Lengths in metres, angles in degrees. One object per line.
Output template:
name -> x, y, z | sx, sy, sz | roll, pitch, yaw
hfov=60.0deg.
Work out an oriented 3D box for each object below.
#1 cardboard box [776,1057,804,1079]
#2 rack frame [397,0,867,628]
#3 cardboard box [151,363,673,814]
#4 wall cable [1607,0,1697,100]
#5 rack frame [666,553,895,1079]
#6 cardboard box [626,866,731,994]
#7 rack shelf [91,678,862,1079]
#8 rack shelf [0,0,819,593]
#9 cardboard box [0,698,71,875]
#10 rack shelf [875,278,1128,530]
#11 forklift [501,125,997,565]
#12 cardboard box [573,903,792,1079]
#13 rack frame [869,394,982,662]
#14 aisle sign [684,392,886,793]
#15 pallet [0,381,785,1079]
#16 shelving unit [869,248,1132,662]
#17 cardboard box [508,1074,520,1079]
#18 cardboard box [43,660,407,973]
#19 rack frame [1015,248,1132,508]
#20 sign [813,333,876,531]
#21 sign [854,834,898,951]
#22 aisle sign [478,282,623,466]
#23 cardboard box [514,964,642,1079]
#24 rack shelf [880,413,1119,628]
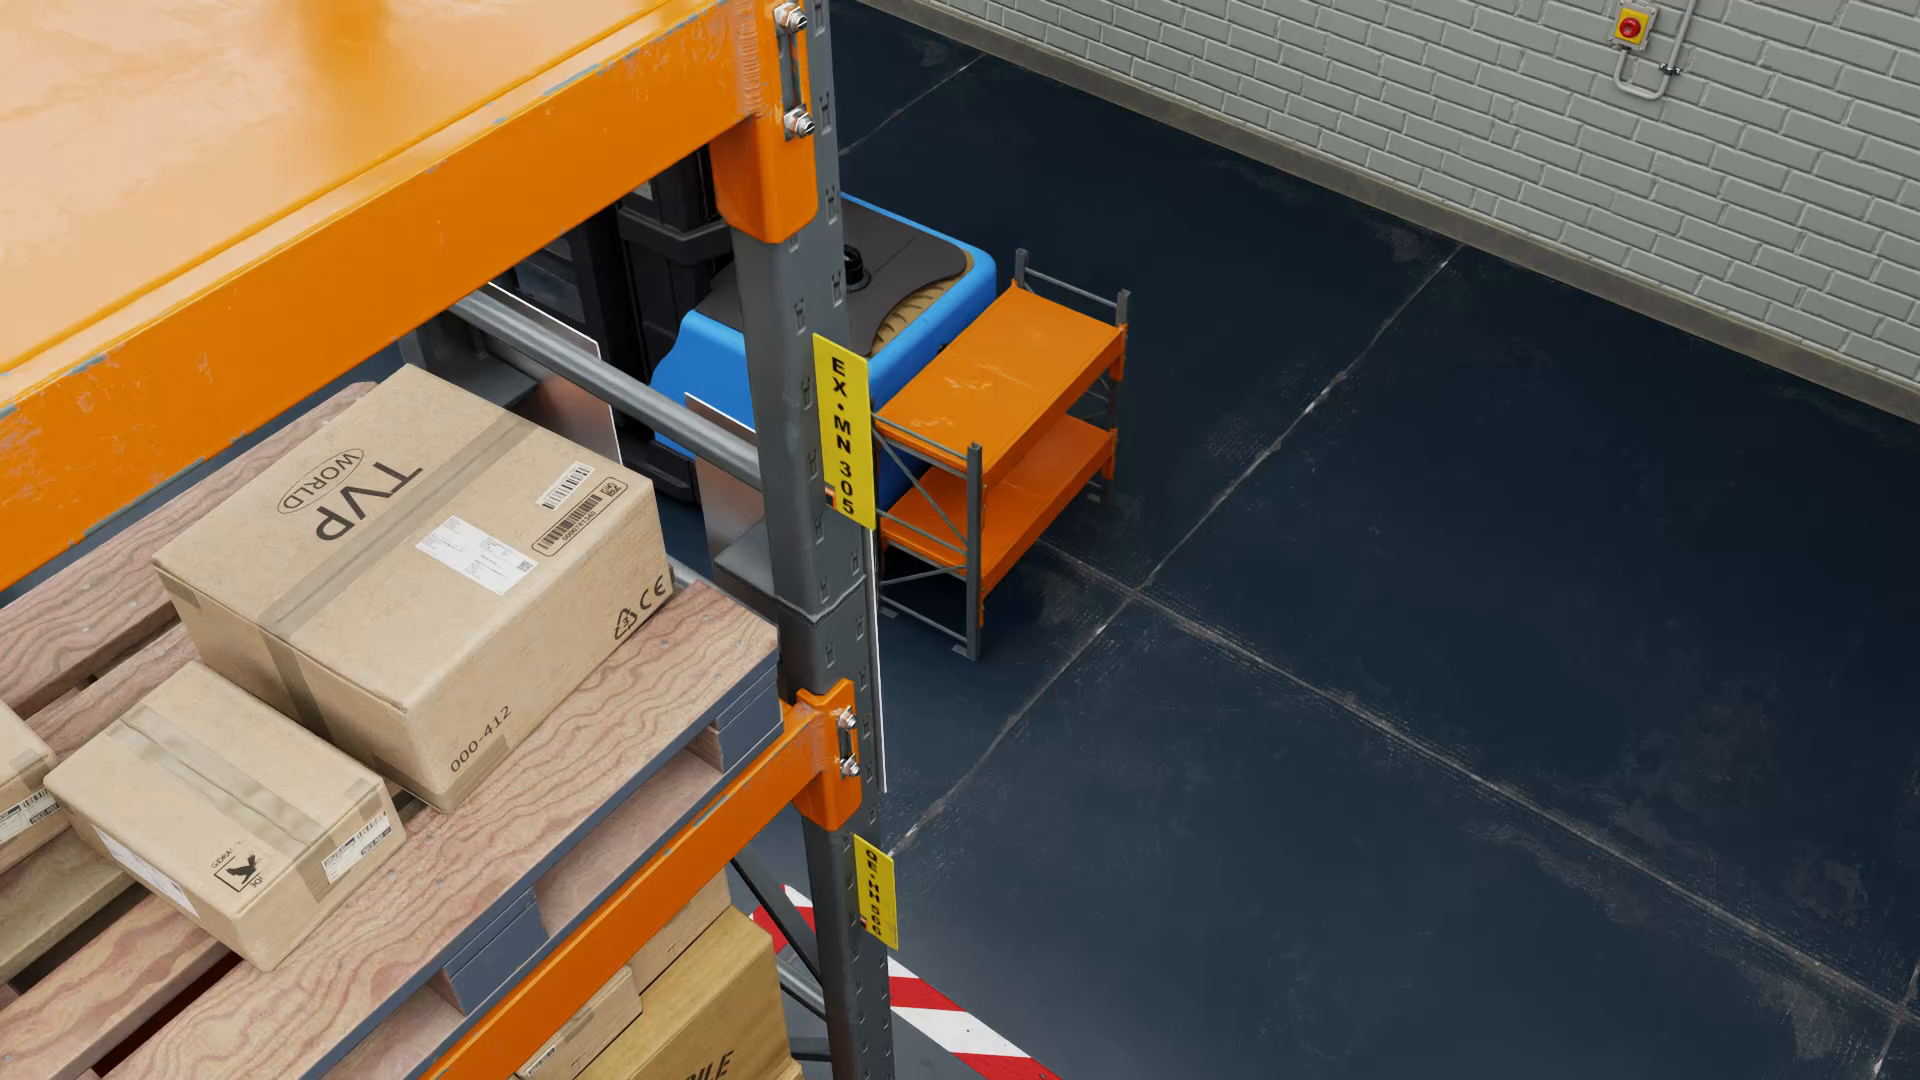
cardboard box -> -0.671, 1.277, 3.551 | 0.500, 0.500, 0.500 | 29, 53, 25
rack frame -> -0.585, -1.153, 1.793 | 1.000, 3.000, 0.127 | 29, 53, 25
cardboard box -> -0.789, 0.052, 2.460 | 0.500, 0.250, 0.500 | 25, 51, 22
wall cable -> 2.844, -2.680, 6.676 | 0.585, 1.953, 0.123 | 29, 53, 25
rack frame -> -0.585, 0.919, 3.963 | 1.000, 3.000, 0.127 | 29, 53, 25
cardboard box -> -0.646, 0.609, 3.050 | 0.380, 0.149, 0.250 | 30, 53, 25
rack shelf -> -1.808, 1.276, 2.045 | 1.077, 0.370, 4.000 | 29, 53, 25
rack shelf -> -1.808, 0.378, 1.105 | 1.077, 0.370, 4.000 | 29, 53, 25
cardboard box -> -1.432, 0.311, 2.283 | 0.380, 0.149, 0.250 | 31, 54, 26
rack shelf -> 0.145, -0.532, 6.240 | 0.538, 0.278, 1.000 | 26, 52, 23
forklift -> -1.343, -1.702, 6.514 | 3.031, 2.935, 1.130 | 27, 52, 23
cardboard box -> -0.691, 0.920, 3.201 | 0.500, 0.500, 0.500 | 31, 54, 26
rack frame -> -0.139, -0.025, 6.160 | 0.500, 1.125, 0.032 | 26, 52, 23
aisle sign -> -0.296, 0.117, 2.931 | 0.394, 0.787, 0.004 | 29, 53, 25
pallet -> -1.030, 0.342, 2.500 | 1.003, 0.211, 1.213 | 29, 53, 25
shelving unit -> 0.145, -0.330, 6.452 | 0.538, 1.125, 1.048 | 26, 52, 23
cardboard box -> -0.873, 0.950, 2.724 | 0.380, 0.149, 0.250 | 29, 53, 25
cardboard box -> -0.982, 0.362, 2.234 | 0.380, 0.149, 0.250 | 25, 51, 22
rack frame -> 0.429, -0.634, 6.743 | 0.500, 1.125, 0.032 | 26, 52, 23
sign -> -0.164, -0.148, 2.350 | 0.100, 0.325, 0.005 | 29, 53, 25
sign -> -0.164, 0.685, 3.221 | 0.100, 0.325, 0.005 | 29, 53, 25
aisle sign -> -0.771, -0.149, 3.184 | 0.394, 0.787, 0.004 | 29, 53, 25
cardboard box -> -0.782, 0.765, 2.901 | 0.380, 0.149, 0.250 | 30, 53, 26
rack shelf -> 0.145, -0.161, 6.628 | 0.538, 0.278, 1.000 | 26, 52, 23
